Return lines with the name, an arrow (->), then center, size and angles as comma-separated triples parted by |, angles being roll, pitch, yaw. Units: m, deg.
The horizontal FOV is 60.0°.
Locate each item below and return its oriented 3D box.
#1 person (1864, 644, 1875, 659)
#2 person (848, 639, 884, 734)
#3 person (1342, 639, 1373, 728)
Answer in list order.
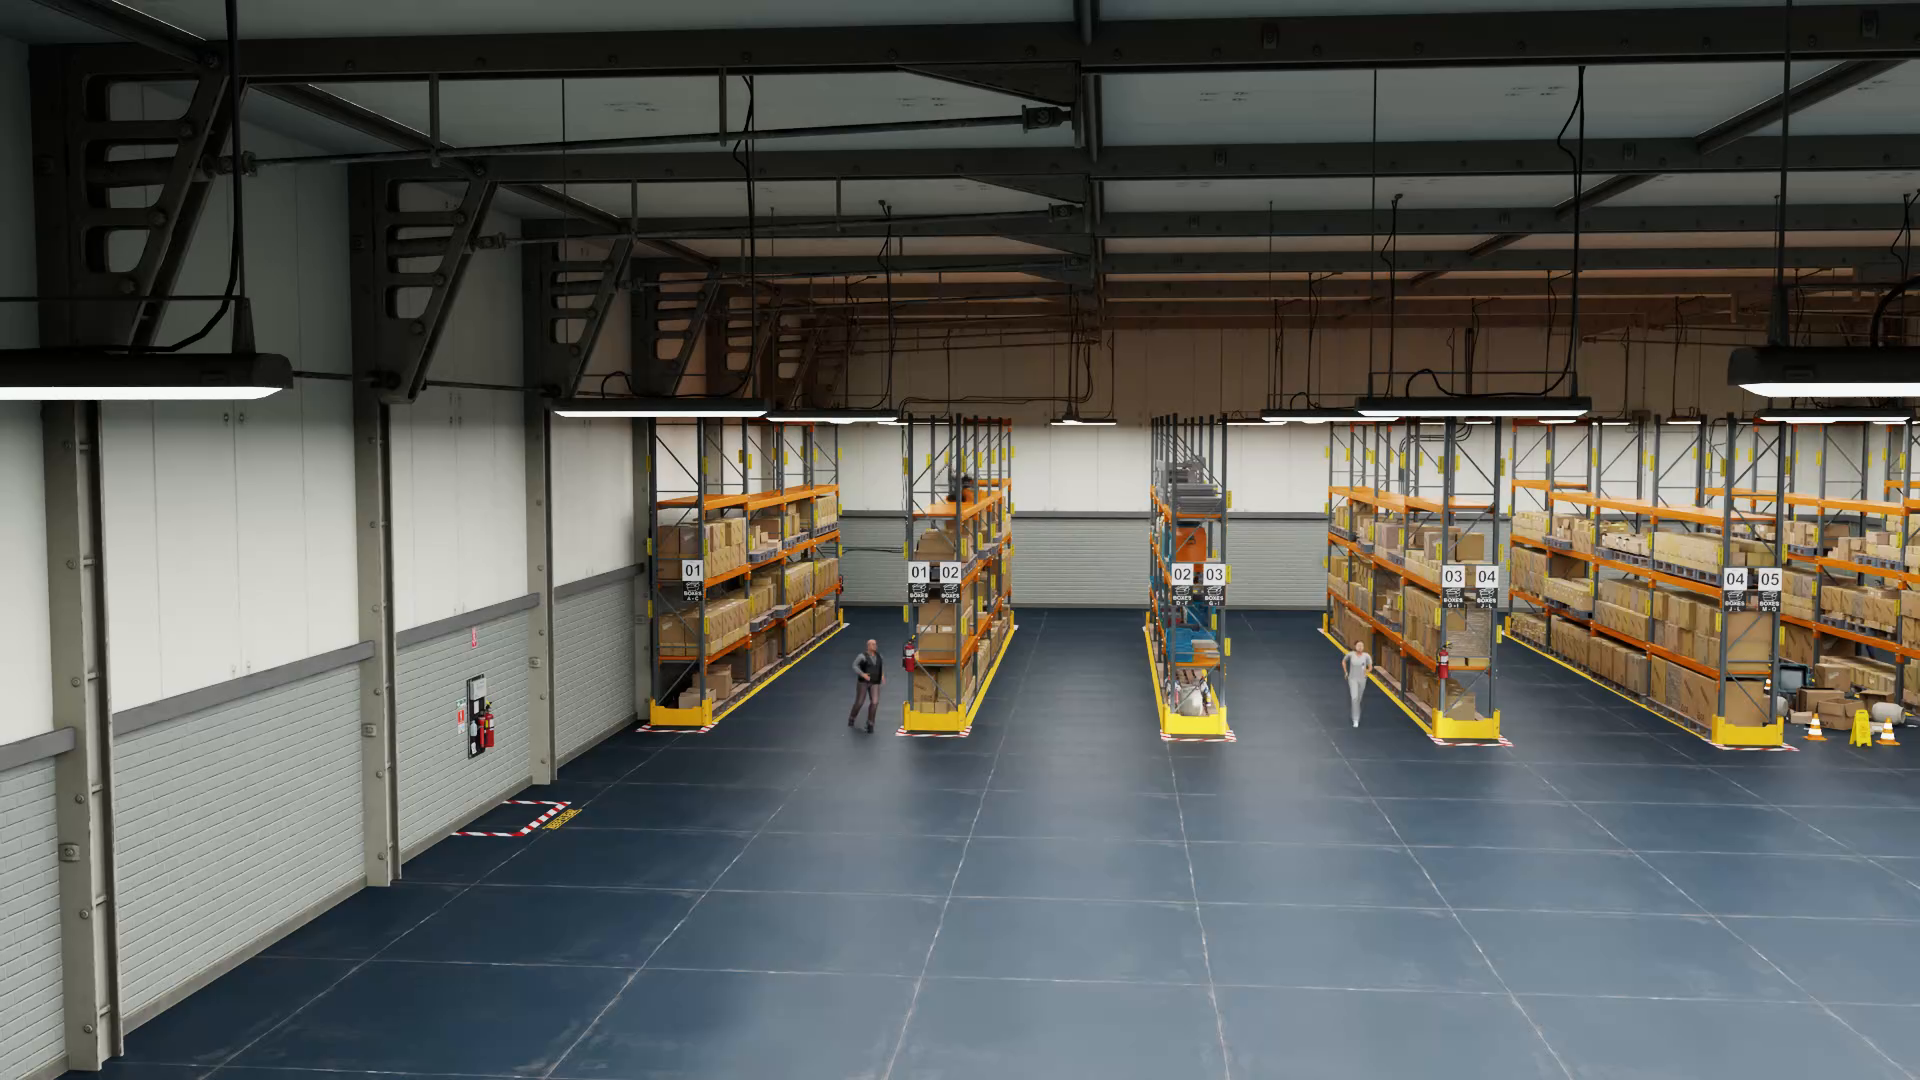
person -> 21.991, 2.160, 40.517 | 0.624, 1.676, 0.875 | 0, 4, 2
person -> -1.711, 2.756, 31.501 | 0.727, 1.742, 0.839 | -2, 4, -22
person -> 7.678, 2.740, 32.142 | 0.550, 1.696, 0.800 | 0, 4, 1
